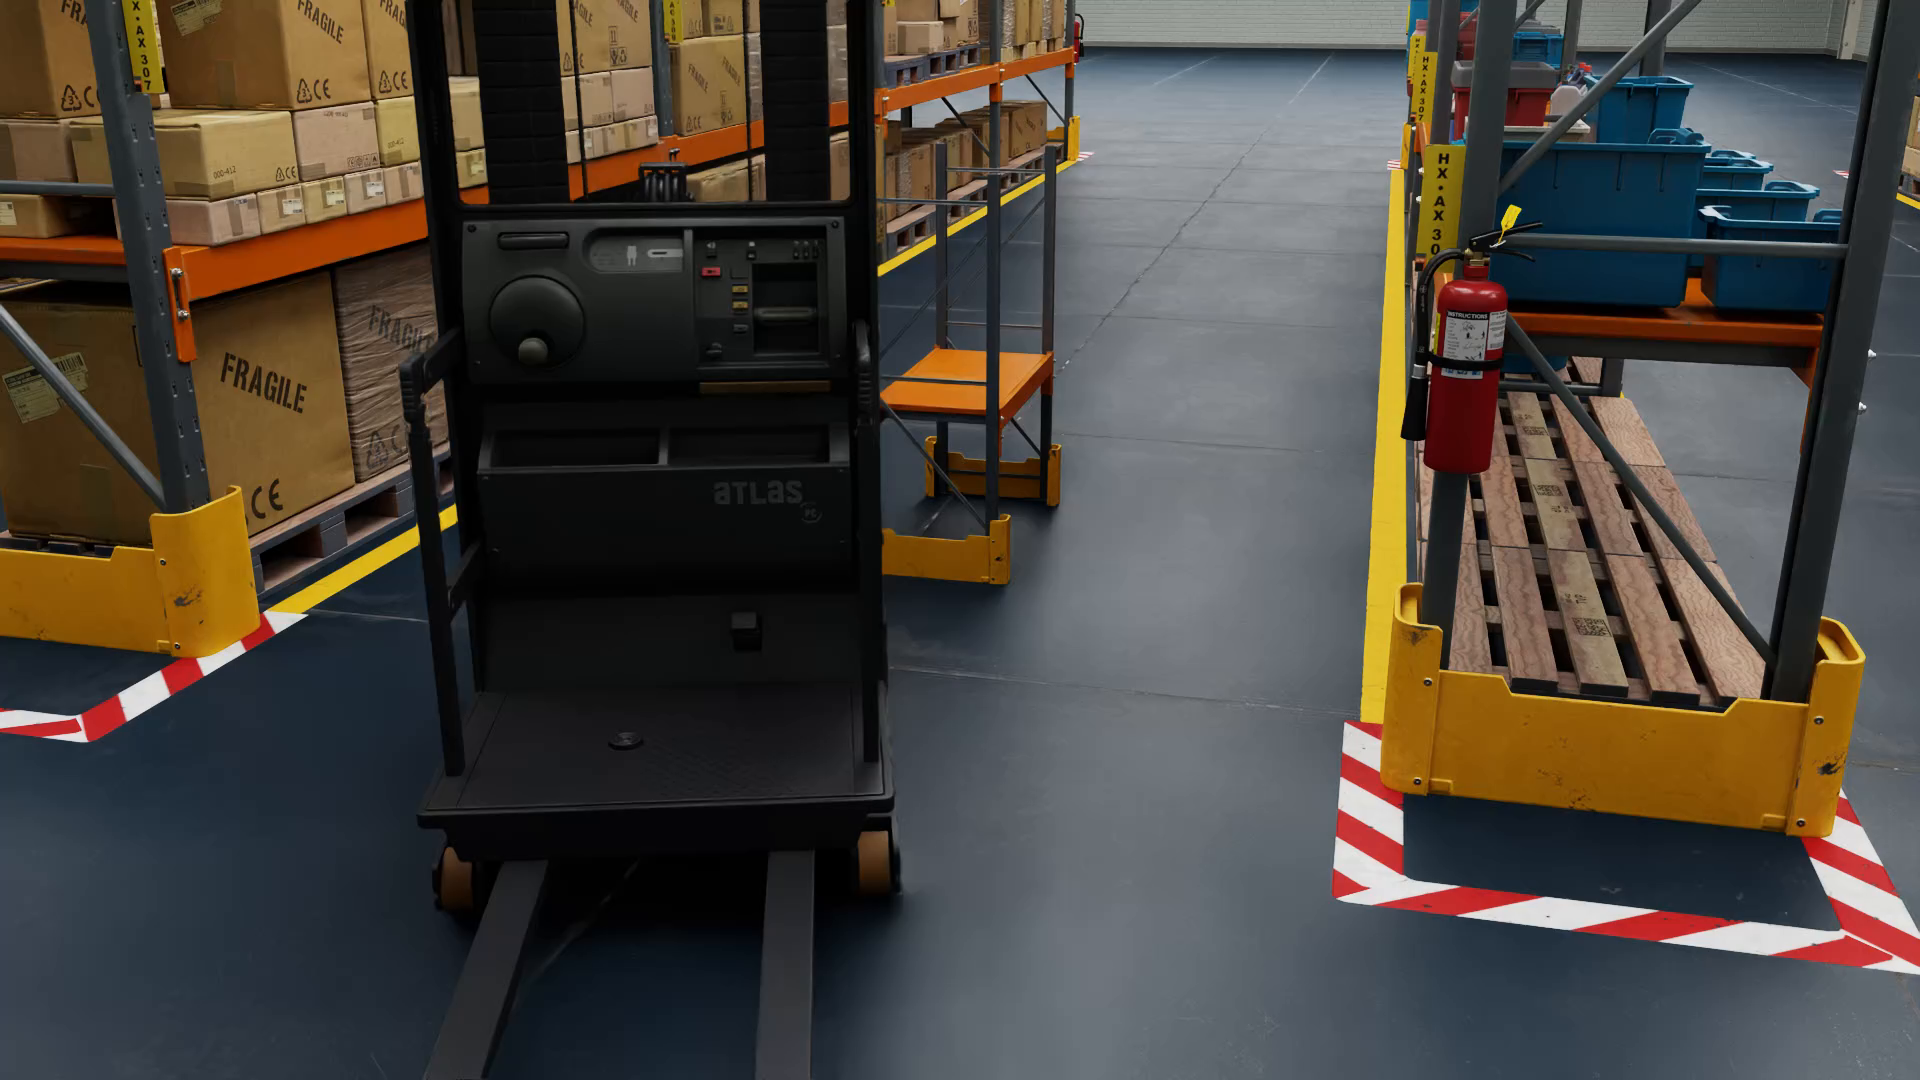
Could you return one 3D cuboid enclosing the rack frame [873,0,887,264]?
[{"bbox_3d":[-1.073,-3.635,12.690,1.000,3.000,0.127,5,19,13],"label":"rack frame"}]

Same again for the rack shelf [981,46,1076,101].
[{"bbox_3d":[0.393,-5.176,18.313,1.077,0.370,4.000,5,19,13],"label":"rack shelf"}]

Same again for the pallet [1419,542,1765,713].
[{"bbox_3d":[2.015,0.327,5.403,1.003,0.211,1.213,5,19,13],"label":"pallet"}]

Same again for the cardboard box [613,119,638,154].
[{"bbox_3d":[-1.869,-2.061,8.468,0.380,0.149,0.250,5,19,14],"label":"cardboard box"}]

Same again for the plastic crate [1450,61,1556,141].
[{"bbox_3d":[2.292,-1.789,7.093,0.402,0.464,0.583,5,19,13],"label":"plastic crate"}]

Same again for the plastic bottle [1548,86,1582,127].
[{"bbox_3d":[3.314,-2.349,9.116,0.152,0.276,0.135,5,19,13],"label":"plastic bottle"}]

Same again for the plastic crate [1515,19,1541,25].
[{"bbox_3d":[4.886,-4.352,14.690,0.402,0.464,0.583,5,19,13],"label":"plastic crate"}]

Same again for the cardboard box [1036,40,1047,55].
[{"bbox_3d":[0.748,-5.440,18.362,0.380,0.149,0.250,5,19,13],"label":"cardboard box"}]

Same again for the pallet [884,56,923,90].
[{"bbox_3d":[-1.002,-3.776,13.400,1.213,0.211,1.003,5,19,13],"label":"pallet"}]

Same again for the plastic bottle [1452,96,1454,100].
[{"bbox_3d":[2.625,-2.195,8.666,0.152,0.276,0.135,5,19,13],"label":"plastic bottle"}]

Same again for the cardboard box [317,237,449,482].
[{"bbox_3d":[-2.726,-0.813,7.066,0.875,0.875,0.875,5,19,13],"label":"cardboard box"}]

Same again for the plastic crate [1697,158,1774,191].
[{"bbox_3d":[2.477,-1.150,5.580,0.416,0.233,0.300,5,19,13],"label":"plastic crate"}]

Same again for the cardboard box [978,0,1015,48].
[{"bbox_3d":[0.075,-5.213,16.695,0.875,0.500,0.500,5,19,13],"label":"cardboard box"}]

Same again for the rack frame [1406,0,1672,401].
[{"bbox_3d":[2.753,-1.991,7.875,1.000,3.000,0.127,5,19,13],"label":"rack frame"}]

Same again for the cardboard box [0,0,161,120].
[{"bbox_3d":[-3.163,-1.726,5.712,0.500,0.500,0.500,5,19,14],"label":"cardboard box"}]

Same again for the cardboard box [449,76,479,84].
[{"bbox_3d":[-2.152,-1.970,7.586,0.500,0.250,0.500,5,20,14],"label":"cardboard box"}]

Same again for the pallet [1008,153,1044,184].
[{"bbox_3d":[0.331,-4.166,18.559,1.003,0.211,1.213,5,19,13],"label":"pallet"}]

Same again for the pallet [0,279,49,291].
[{"bbox_3d":[-6.646,-1.730,11.425,1.003,0.211,1.213,5,19,13],"label":"pallet"}]

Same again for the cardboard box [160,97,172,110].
[{"bbox_3d":[-3.042,-1.530,6.297,0.500,0.250,0.500,4,19,12],"label":"cardboard box"}]

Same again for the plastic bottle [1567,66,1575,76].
[{"bbox_3d":[3.989,-2.956,10.883,0.061,0.283,0.133,5,19,13],"label":"plastic bottle"}]

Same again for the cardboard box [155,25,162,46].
[{"bbox_3d":[-5.912,-3.603,11.875,0.380,0.149,0.250,4,19,12],"label":"cardboard box"}]

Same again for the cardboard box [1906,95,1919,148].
[{"bbox_3d":[10.020,-4.304,17.093,0.500,0.500,0.500,5,19,13],"label":"cardboard box"}]

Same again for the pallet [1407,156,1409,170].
[{"bbox_3d":[5.508,-4.150,18.512,1.003,0.211,1.213,5,19,13],"label":"pallet"}]

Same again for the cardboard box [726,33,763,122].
[{"bbox_3d":[-1.450,-2.868,10.289,0.500,0.500,0.500,4,19,12],"label":"cardboard box"}]

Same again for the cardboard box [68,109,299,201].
[{"bbox_3d":[-2.648,-1.327,5.704,0.500,0.250,0.500,4,19,12],"label":"cardboard box"}]

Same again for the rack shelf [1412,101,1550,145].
[{"bbox_3d":[4.219,-3.531,13.497,1.077,0.370,4.000,5,19,13],"label":"rack shelf"}]

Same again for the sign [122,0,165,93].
[{"bbox_3d":[-2.491,-1.529,5.063,0.100,0.325,0.005,5,19,13],"label":"sign"}]

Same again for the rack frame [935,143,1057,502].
[{"bbox_3d":[0.145,-0.896,6.990,0.500,1.500,0.032,5,19,13],"label":"rack frame"}]

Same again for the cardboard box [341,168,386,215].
[{"bbox_3d":[-2.434,-1.337,6.350,0.380,0.149,0.250,4,19,13],"label":"cardboard box"}]

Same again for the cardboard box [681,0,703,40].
[{"bbox_3d":[-1.902,-3.105,9.430,0.797,0.503,0.637,4,19,12],"label":"cardboard box"}]

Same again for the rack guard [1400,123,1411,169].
[{"bbox_3d":[5.712,-4.541,19.210,1.175,0.500,0.348,5,19,13],"label":"rack guard"}]

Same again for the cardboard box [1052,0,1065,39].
[{"bbox_3d":[0.715,-5.995,18.982,0.875,0.500,0.500,5,19,13],"label":"cardboard box"}]

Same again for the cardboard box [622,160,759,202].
[{"bbox_3d":[-1.913,-1.777,9.887,1.225,0.875,0.875,5,19,14],"label":"cardboard box"}]

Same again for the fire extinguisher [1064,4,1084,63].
[{"bbox_3d":[1.357,-6.106,20.043,0.296,0.674,0.183,5,19,13],"label":"fire extinguisher"}]

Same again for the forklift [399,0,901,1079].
[{"bbox_3d":[-0.728,-0.593,3.888,1.130,2.935,3.031,-1,19,-4],"label":"forklift"}]

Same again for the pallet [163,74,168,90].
[{"bbox_3d":[-5.928,-3.736,13.282,1.213,0.211,1.003,5,19,13],"label":"pallet"}]

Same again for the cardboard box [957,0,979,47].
[{"bbox_3d":[-0.425,-5.134,15.499,1.000,1.000,1.000,5,19,14],"label":"cardboard box"}]

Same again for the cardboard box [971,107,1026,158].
[{"bbox_3d":[0.429,-4.580,18.672,0.500,0.500,0.500,7,20,18],"label":"cardboard box"}]

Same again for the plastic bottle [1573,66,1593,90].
[{"bbox_3d":[3.609,-2.556,9.606,0.144,0.351,0.185,5,19,13],"label":"plastic bottle"}]

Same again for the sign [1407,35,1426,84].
[{"bbox_3d":[3.195,-3.363,11.640,0.100,0.325,0.005,5,19,13],"label":"sign"}]

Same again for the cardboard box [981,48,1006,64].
[{"bbox_3d":[0.249,-4.814,16.529,0.380,0.149,0.250,5,19,13],"label":"cardboard box"}]

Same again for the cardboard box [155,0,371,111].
[{"bbox_3d":[-2.526,-1.838,6.041,0.500,0.500,0.500,4,19,12],"label":"cardboard box"}]

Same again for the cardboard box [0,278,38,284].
[{"bbox_3d":[-6.397,-2.032,11.212,0.500,0.500,0.500,5,20,16],"label":"cardboard box"}]

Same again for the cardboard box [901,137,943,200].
[{"bbox_3d":[-0.537,-3.400,15.189,0.700,0.500,0.500,3,19,9],"label":"cardboard box"}]

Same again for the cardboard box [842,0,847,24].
[{"bbox_3d":[-0.979,-4.054,13.111,0.500,0.500,0.500,2,19,7],"label":"cardboard box"}]

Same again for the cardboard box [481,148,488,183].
[{"bbox_3d":[-2.184,-1.659,7.292,0.380,0.149,0.250,5,19,14],"label":"cardboard box"}]

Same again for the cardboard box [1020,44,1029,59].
[{"bbox_3d":[0.510,-5.126,17.443,0.380,0.149,0.250,5,19,13],"label":"cardboard box"}]

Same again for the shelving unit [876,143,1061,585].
[{"bbox_3d":[0.019,-0.734,6.515,0.587,1.500,1.083,5,19,13],"label":"shelving unit"}]

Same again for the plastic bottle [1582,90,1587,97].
[{"bbox_3d":[3.462,-2.337,9.081,0.152,0.276,0.135,5,19,13],"label":"plastic bottle"}]
